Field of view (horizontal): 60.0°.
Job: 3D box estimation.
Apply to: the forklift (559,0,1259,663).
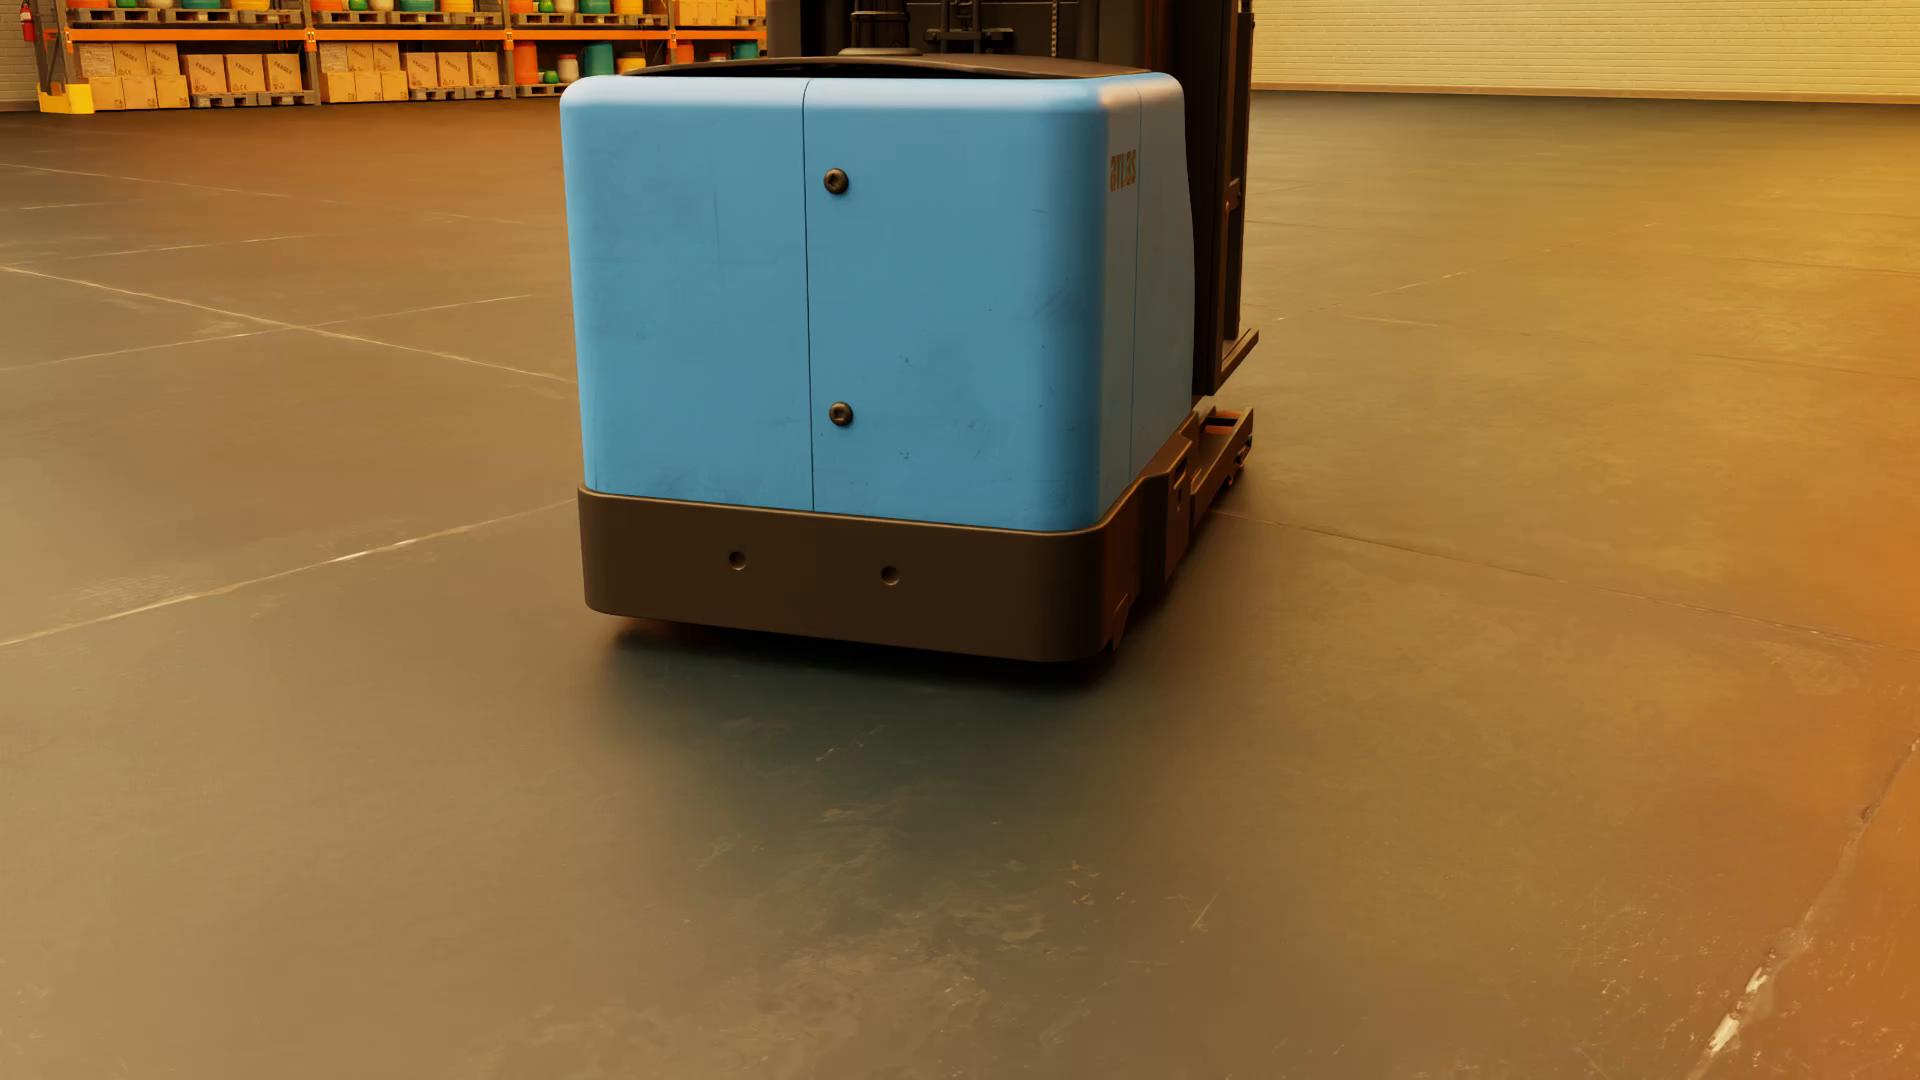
[{"bbox_3d":[0.182,-1.571,4.072,1.130,2.935,3.031,5,18,17],"label":"forklift"}]
